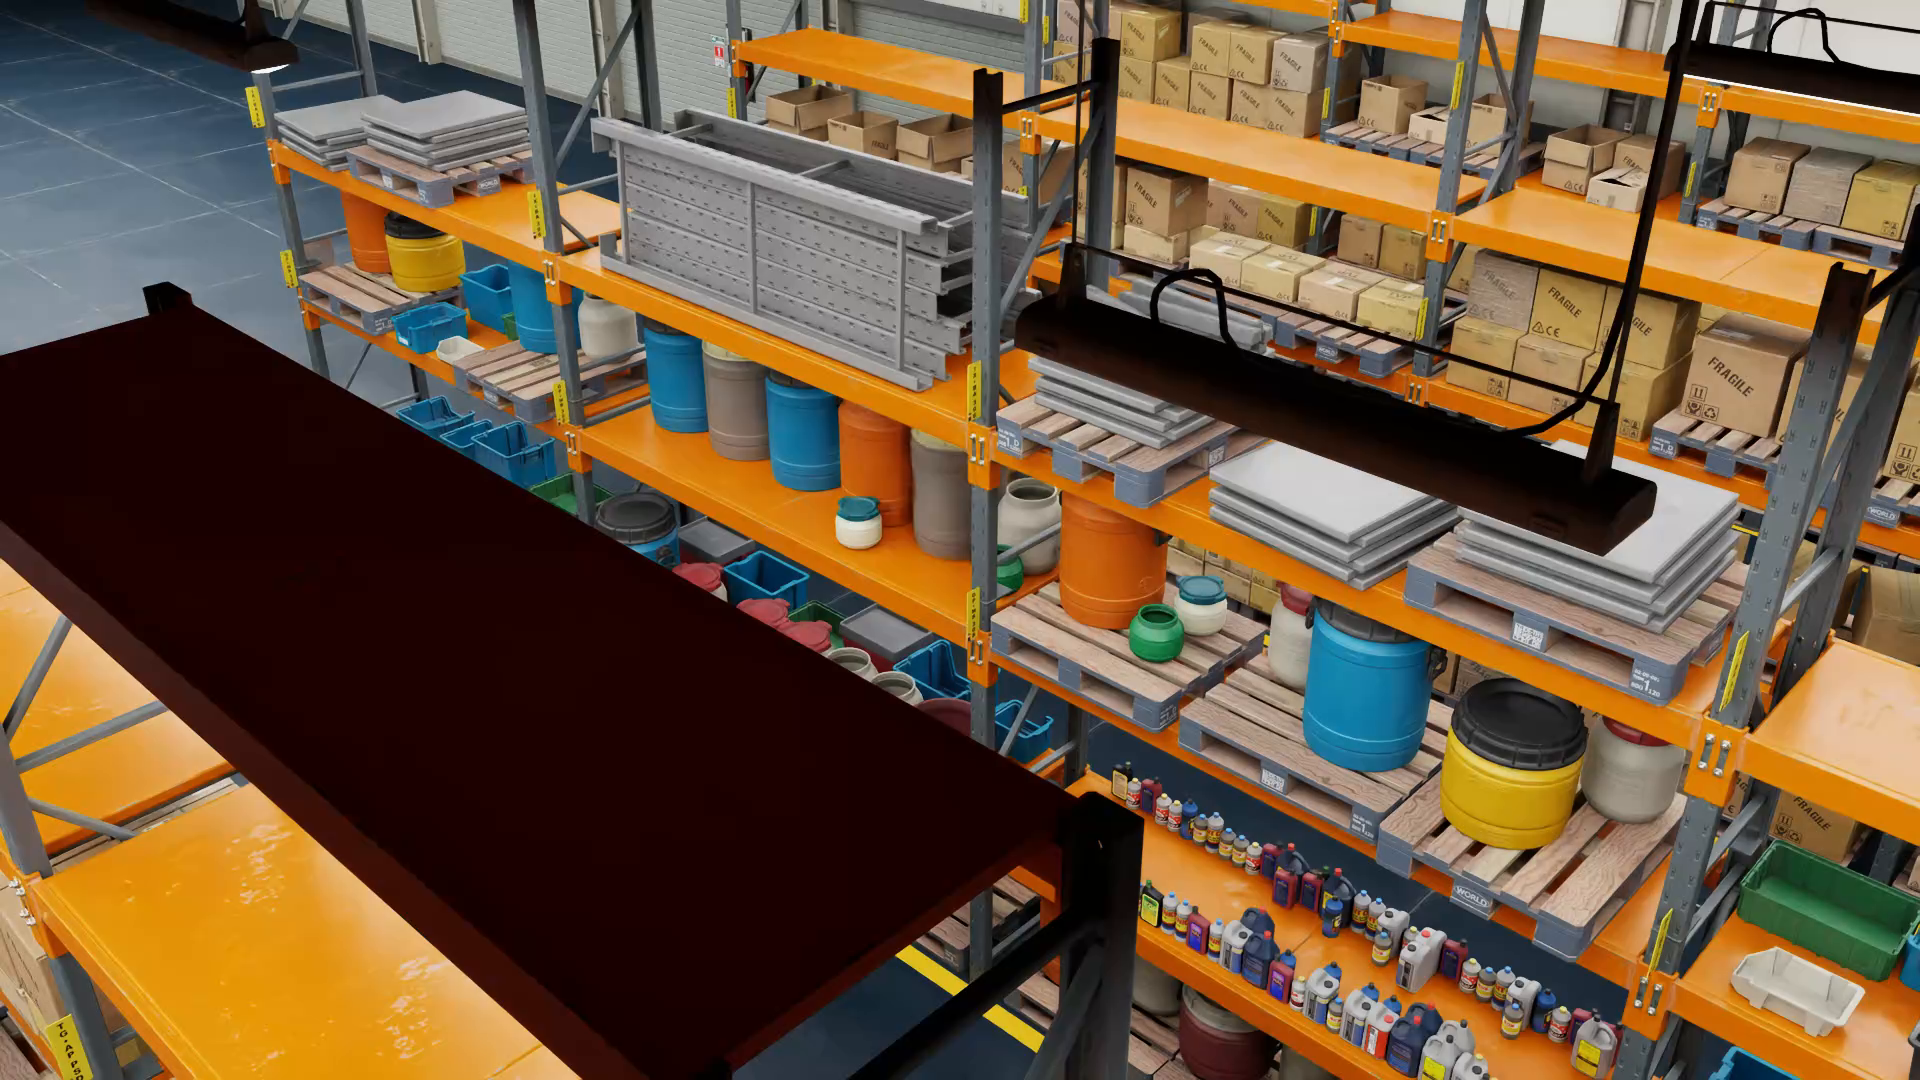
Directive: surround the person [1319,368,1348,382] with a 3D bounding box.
[{"bbox_3d":[4.078,-1.820,17.716,0.656,1.740,0.659,15,33,24],"label":"person"}]
